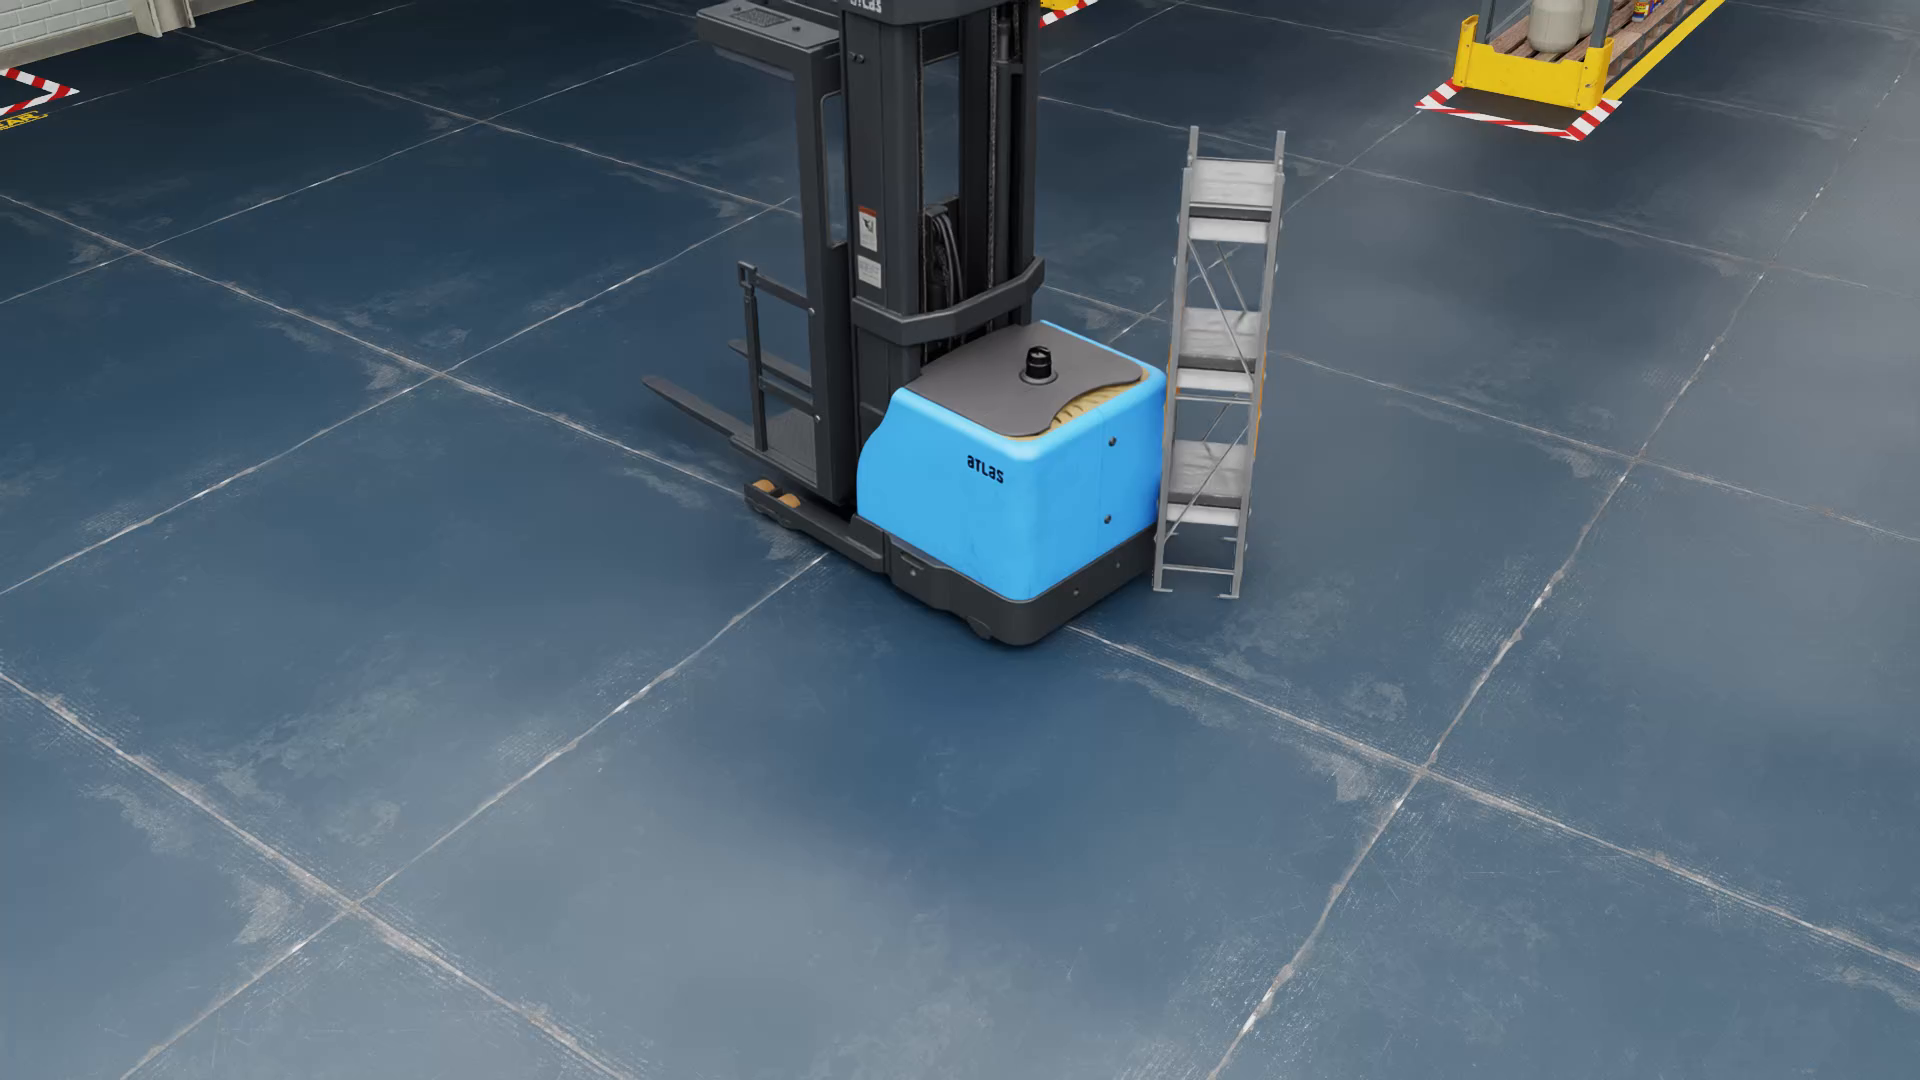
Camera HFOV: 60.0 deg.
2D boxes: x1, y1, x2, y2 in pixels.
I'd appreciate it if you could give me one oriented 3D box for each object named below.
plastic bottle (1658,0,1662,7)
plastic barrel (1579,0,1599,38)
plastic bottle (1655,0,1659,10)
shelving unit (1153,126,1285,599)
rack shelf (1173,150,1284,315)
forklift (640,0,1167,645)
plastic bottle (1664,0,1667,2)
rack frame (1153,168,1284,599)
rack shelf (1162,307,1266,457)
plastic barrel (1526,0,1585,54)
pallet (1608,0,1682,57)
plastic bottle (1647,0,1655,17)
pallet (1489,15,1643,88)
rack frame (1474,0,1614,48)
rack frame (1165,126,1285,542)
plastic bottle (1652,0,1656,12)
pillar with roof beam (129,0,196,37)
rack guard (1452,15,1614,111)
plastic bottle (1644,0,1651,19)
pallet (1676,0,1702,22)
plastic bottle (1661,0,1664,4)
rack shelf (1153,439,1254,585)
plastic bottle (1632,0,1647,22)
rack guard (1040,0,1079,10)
[{"bbox_3d":[6.257,-4.895,14.916,0.097,0.201,0.097,0,34,0],"label":"plastic bottle"},{"bbox_3d":[5.256,-4.589,14.205,0.421,0.512,0.421,0,34,0],"label":"plastic barrel"},{"bbox_3d":[6.200,-4.879,14.829,0.097,0.271,0.097,0,34,0],"label":"plastic bottle"},{"bbox_3d":[1.150,-0.747,7.477,0.431,2.100,0.503,5,34,8],"label":"shelving unit"},{"bbox_3d":[1.145,-1.316,7.094,0.431,0.518,0.480,5,34,8],"label":"rack shelf"},{"bbox_3d":[-0.451,-1.462,7.795,3.031,2.935,1.130,29,43,35],"label":"forklift"},{"bbox_3d":[6.374,-4.990,15.056,0.097,0.201,0.097,0,34,0],"label":"plastic bottle"},{"bbox_3d":[1.108,-0.612,7.278,0.400,2.100,0.015,5,34,8],"label":"rack frame"},{"bbox_3d":[1.150,-0.736,7.485,0.431,0.518,0.480,5,34,8],"label":"rack shelf"},{"bbox_3d":[4.971,-4.359,13.863,0.421,0.512,0.421,0,34,0],"label":"plastic barrel"},{"bbox_3d":[5.827,-4.714,15.032,1.003,0.211,1.213,21,39,28],"label":"pallet"},{"bbox_3d":[6.092,-4.778,14.670,0.061,0.283,0.133,22,40,29],"label":"plastic bottle"},{"bbox_3d":[5.130,-4.155,14.206,1.003,0.211,1.213,21,39,28],"label":"pallet"},{"bbox_3d":[4.658,-4.888,12.800,1.000,3.000,0.127,21,39,28],"label":"rack frame"},{"bbox_3d":[1.191,-0.882,7.677,0.400,2.100,0.015,5,34,8],"label":"rack frame"},{"bbox_3d":[6.143,-4.833,14.761,0.097,0.271,0.097,0,34,0],"label":"plastic bottle"},{"bbox_3d":[-3.677,-7.000,10.567,9.100,9.000,0.400,21,39,28],"label":"pillar with roof beam"},{"bbox_3d":[4.663,-3.902,13.574,1.175,0.500,0.348,21,39,28],"label":"rack guard"},{"bbox_3d":[6.007,-4.693,14.618,0.097,0.201,0.097,0,34,0],"label":"plastic bottle"},{"bbox_3d":[6.522,-5.278,15.866,1.003,0.211,1.213,21,39,28],"label":"pallet"},{"bbox_3d":[6.316,-4.972,14.967,0.097,0.271,0.097,0,34,0],"label":"plastic bottle"},{"bbox_3d":[1.154,-0.155,7.876,0.431,0.518,0.480,5,34,8],"label":"rack shelf"},{"bbox_3d":[5.948,-4.675,14.528,0.097,0.271,0.097,0,34,0],"label":"plastic bottle"},{"bbox_3d":[0.577,-5.425,15.826,1.175,0.500,0.348,21,39,28],"label":"rack guard"}]
